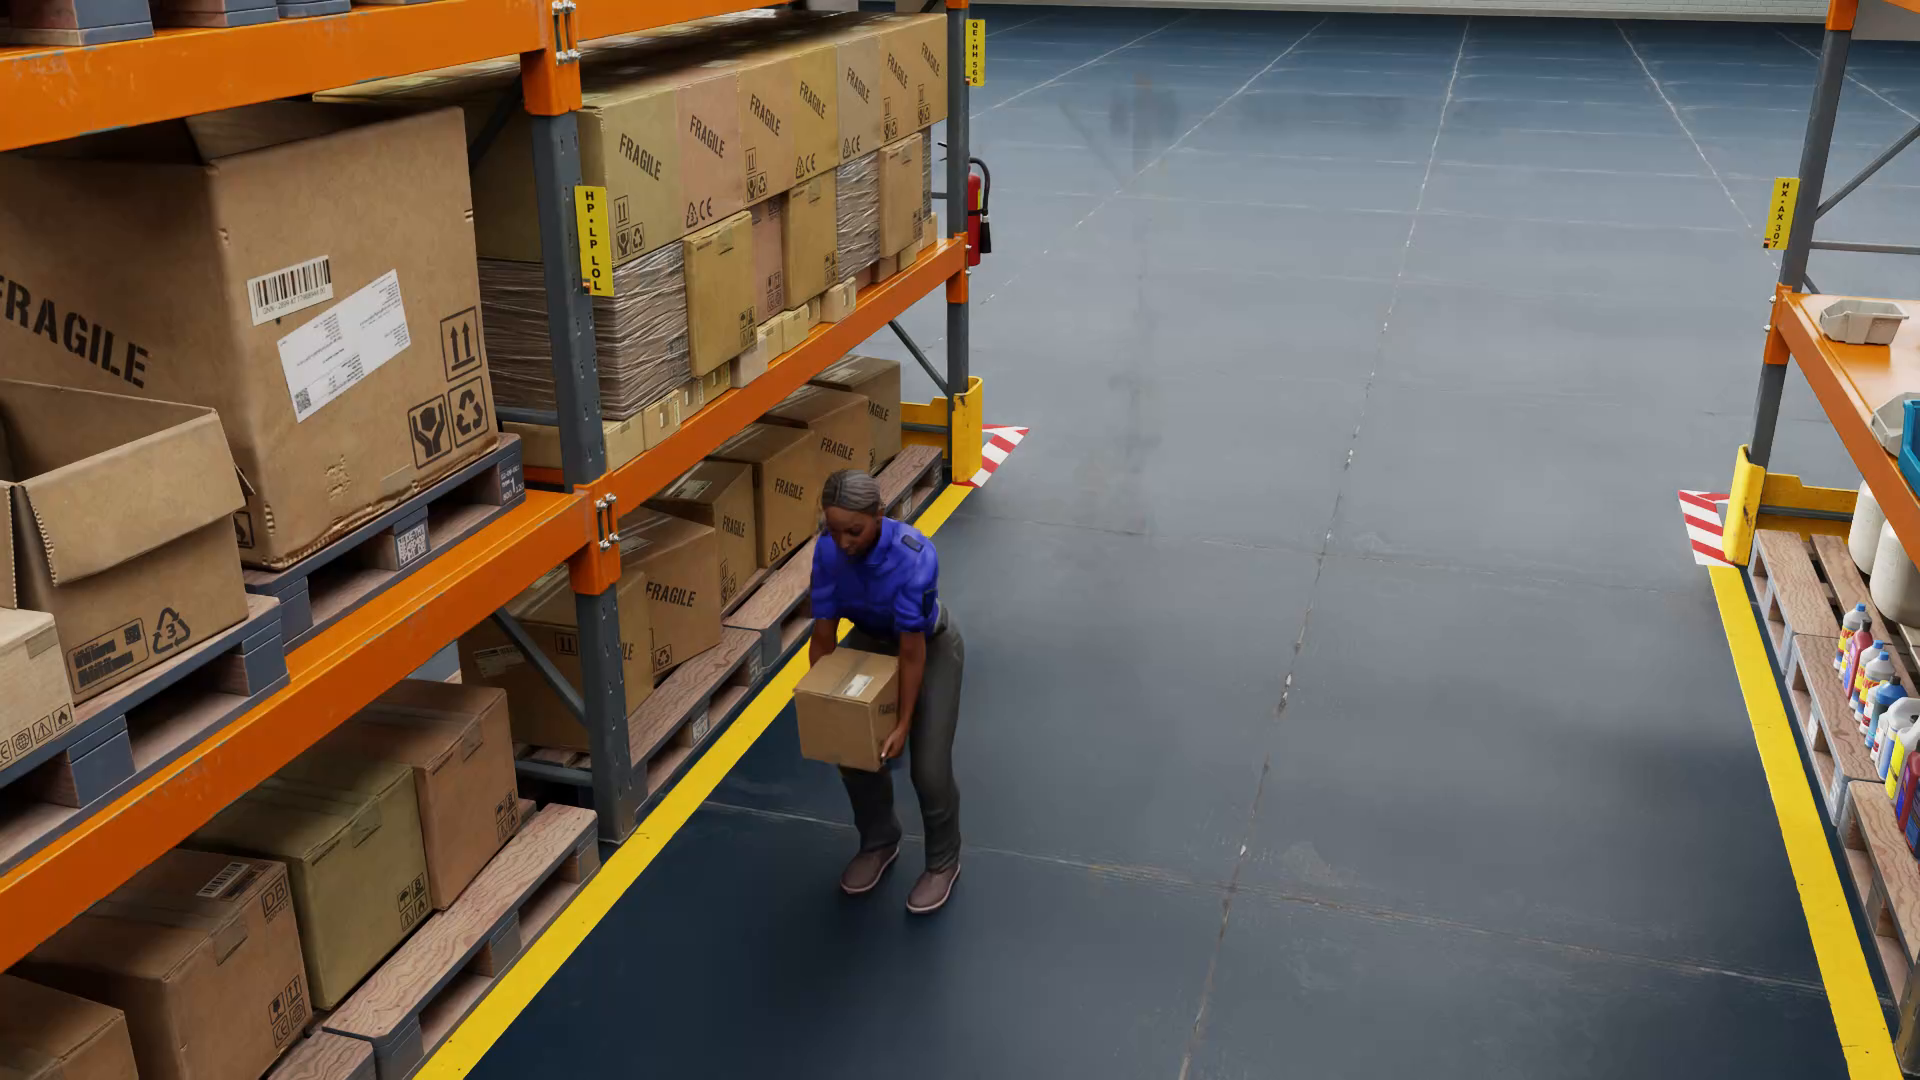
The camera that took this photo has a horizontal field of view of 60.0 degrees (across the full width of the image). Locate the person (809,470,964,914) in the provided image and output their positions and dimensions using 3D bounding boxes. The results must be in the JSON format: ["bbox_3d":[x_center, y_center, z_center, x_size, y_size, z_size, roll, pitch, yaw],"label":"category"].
[{"bbox_3d":[-0.230,0.455,5.131,0.408,1.550,0.597,10,24,23],"label":"person"}]
